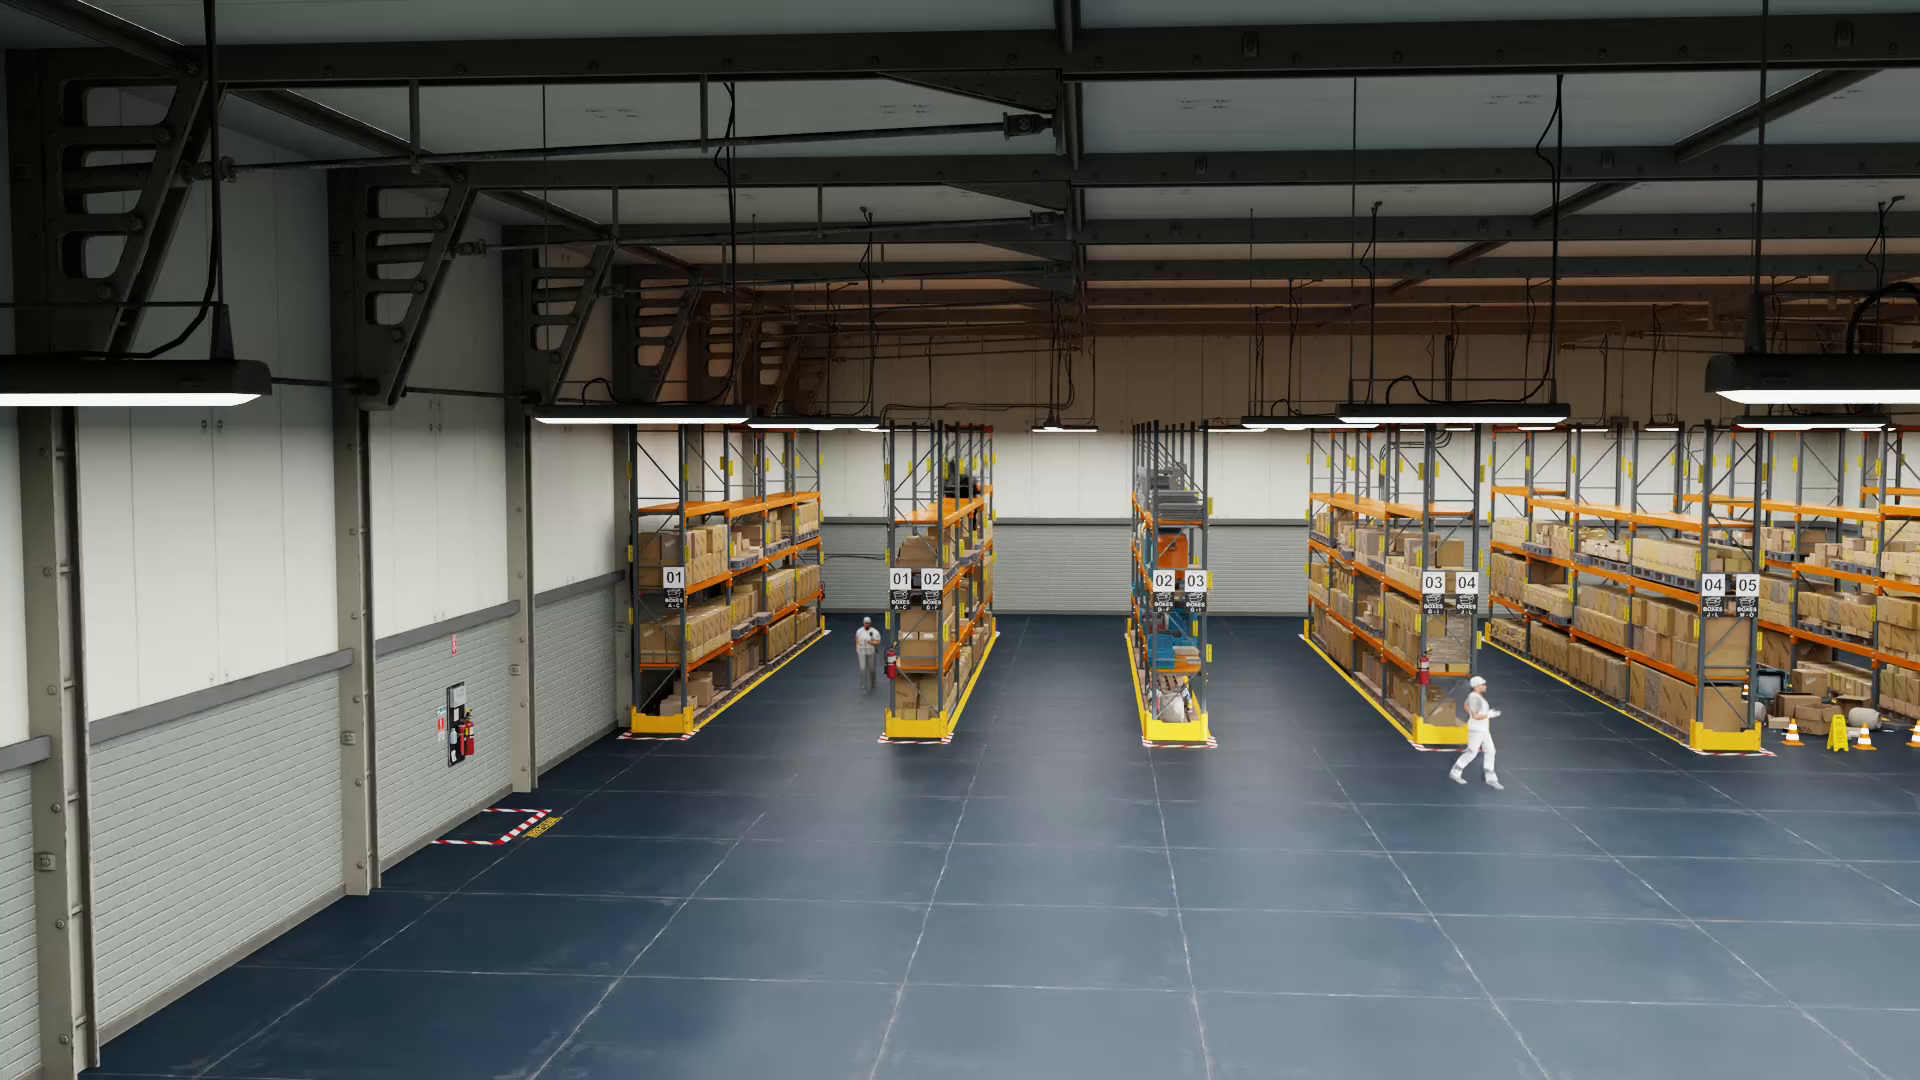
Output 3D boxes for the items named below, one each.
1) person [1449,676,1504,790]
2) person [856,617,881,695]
[{"bbox_3d":[8.349,3.110,26.858,0.857,1.828,0.644,2,4,30],"label":"person"},{"bbox_3d":[-2.040,2.535,36.865,0.599,1.668,0.937,0,4,4],"label":"person"}]
